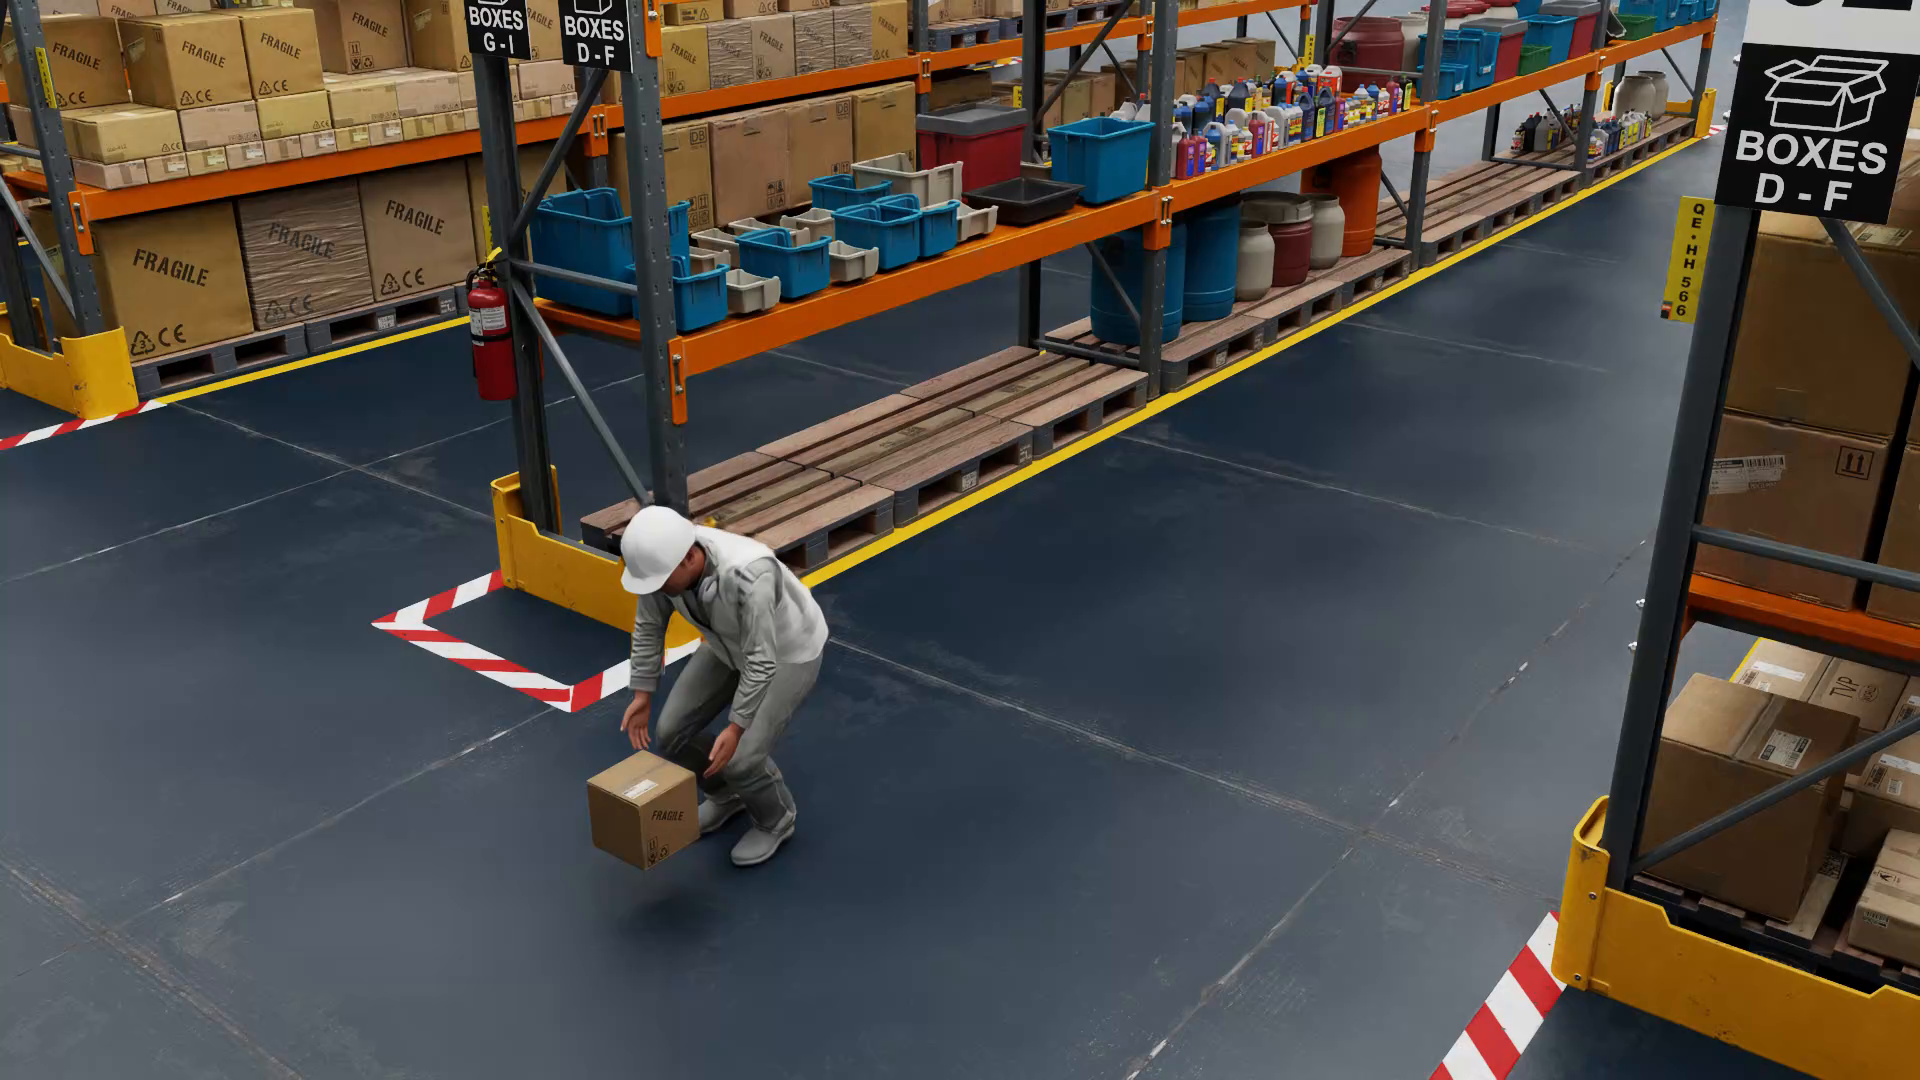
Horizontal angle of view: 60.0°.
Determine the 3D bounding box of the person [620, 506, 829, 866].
[{"bbox_3d":[-0.776,0.441,5.568,0.590,1.363,0.797,17,28,34],"label":"person"}]
